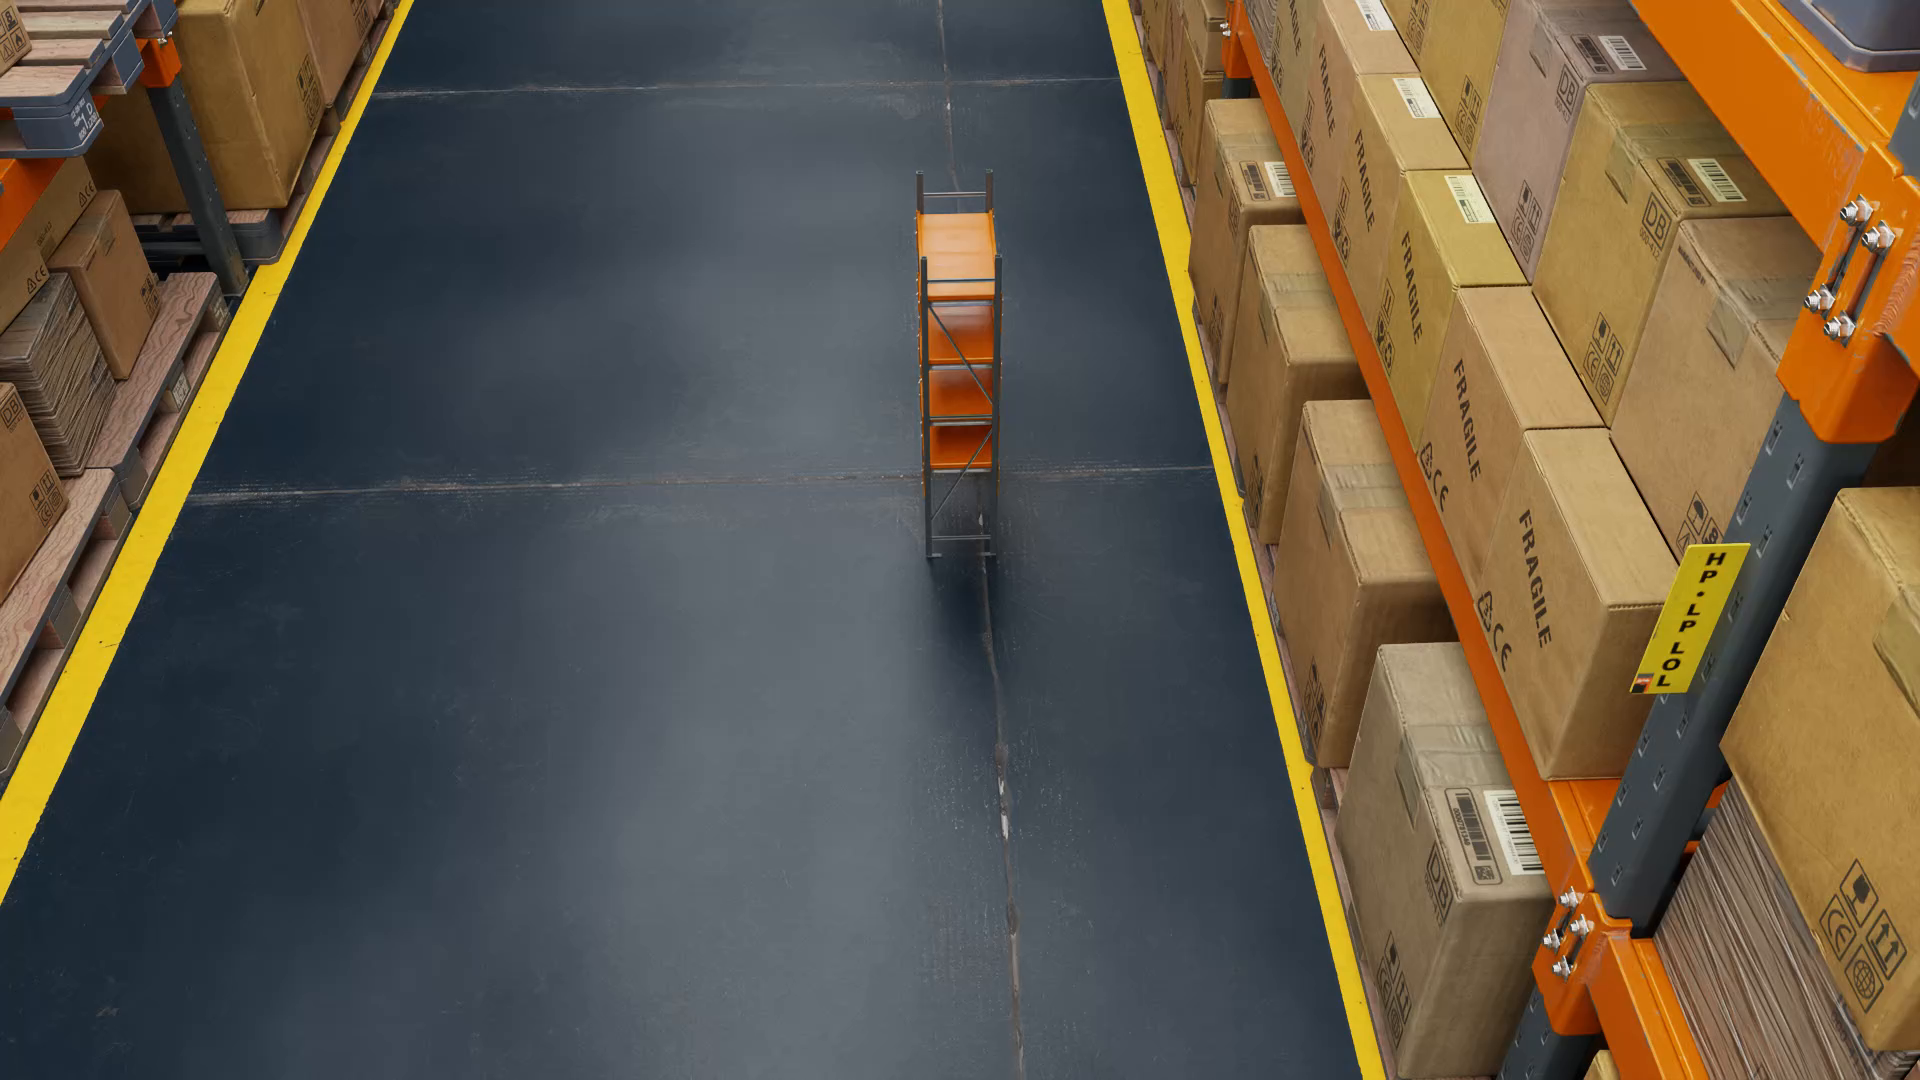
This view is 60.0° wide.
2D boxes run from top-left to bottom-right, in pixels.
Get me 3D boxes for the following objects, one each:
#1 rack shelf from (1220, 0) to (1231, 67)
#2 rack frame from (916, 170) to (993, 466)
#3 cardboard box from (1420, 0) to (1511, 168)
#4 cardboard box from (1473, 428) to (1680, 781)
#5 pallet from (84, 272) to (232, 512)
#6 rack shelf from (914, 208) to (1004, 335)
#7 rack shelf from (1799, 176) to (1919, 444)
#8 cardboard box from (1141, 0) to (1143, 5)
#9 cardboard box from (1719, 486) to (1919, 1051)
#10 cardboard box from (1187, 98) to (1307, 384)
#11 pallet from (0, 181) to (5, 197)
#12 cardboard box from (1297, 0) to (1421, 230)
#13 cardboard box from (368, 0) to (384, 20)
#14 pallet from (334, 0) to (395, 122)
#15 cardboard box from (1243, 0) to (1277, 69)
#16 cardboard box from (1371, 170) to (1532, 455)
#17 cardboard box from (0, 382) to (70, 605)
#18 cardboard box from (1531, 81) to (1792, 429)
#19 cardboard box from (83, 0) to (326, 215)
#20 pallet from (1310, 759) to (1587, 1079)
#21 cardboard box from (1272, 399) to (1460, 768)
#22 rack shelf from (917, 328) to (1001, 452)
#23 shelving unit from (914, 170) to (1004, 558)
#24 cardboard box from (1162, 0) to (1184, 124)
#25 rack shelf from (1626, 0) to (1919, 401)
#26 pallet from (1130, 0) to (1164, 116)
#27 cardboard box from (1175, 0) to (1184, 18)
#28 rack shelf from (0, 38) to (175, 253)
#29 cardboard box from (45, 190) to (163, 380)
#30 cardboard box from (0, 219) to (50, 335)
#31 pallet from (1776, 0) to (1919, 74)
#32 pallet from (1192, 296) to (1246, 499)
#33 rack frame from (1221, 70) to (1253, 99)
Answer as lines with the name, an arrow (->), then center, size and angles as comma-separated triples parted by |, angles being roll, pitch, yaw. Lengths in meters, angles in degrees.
rack shelf -> 1.425, -3.283, 7.644 | 1.077, 0.370, 4.000 | -2, 43, -2
rack frame -> -0.017, -0.719, 5.646 | 0.240, 1.200, 0.015 | -2, 43, -2
cardboard box -> 1.587, -1.267, 4.098 | 0.700, 0.500, 0.500 | -2, 43, -2
cardboard box -> 1.390, 0.121, 3.324 | 0.500, 0.500, 0.500 | -2, 43, -2
pallet -> -3.419, -0.568, 6.213 | 1.003, 0.211, 1.213 | -2, 43, -2
rack shelf -> -0.007, -0.844, 5.201 | 0.258, 0.148, 0.480 | -2, 43, -2
rack shelf -> 1.764, 1.012, 0.738 | 1.077, 0.370, 4.000 | -2, 43, -2
cardboard box -> 1.166, -2.914, 8.249 | 0.500, 0.500, 0.500 | -1, 43, -1
cardboard box -> 1.661, 0.300, 2.293 | 0.875, 0.550, 0.550 | -2, 43, -2
cardboard box -> 1.446, -1.109, 6.095 | 1.050, 0.750, 0.750 | -2, 43, -2
pallet -> -3.325, -0.718, 4.455 | 1.003, 0.211, 1.213 | -2, 43, -2
cardboard box -> 1.304, -1.240, 4.809 | 0.500, 0.500, 0.500 | -2, 43, -2
cardboard box -> -3.534, -3.161, 8.240 | 1.225, 0.875, 0.875 | -3, 43, -3
pallet -> -3.457, -2.452, 8.268 | 1.003, 0.211, 1.213 | -2, 43, -2
cardboard box -> 1.259, -1.924, 5.555 | 0.500, 0.500, 0.500 | -1, 43, -1
cardboard box -> 1.347, -0.561, 4.068 | 0.500, 0.500, 0.500 | -1, 43, -1
cardboard box -> -3.335, -0.156, 5.224 | 0.700, 0.500, 0.500 | 2, 43, 2
cardboard box -> 1.629, -0.585, 3.354 | 0.700, 0.500, 0.500 | -2, 43, -2
cardboard box -> -3.459, -1.962, 6.932 | 1.225, 0.875, 0.875 | -3, 43, -4
pallet -> 1.571, 1.012, 4.490 | 1.003, 0.211, 1.213 | -2, 43, -2
cardboard box -> 1.526, 0.109, 4.765 | 1.050, 0.750, 0.750 | -2, 43, -2
rack shelf -> -0.007, -0.504, 5.512 | 0.258, 0.148, 0.480 | -2, 43, -2
shelving unit -> -0.007, -0.554, 5.466 | 0.258, 1.200, 0.503 | -2, 43, -2
cardboard box -> 1.202, -2.218, 7.489 | 0.500, 0.500, 0.500 | 0, 43, 0
rack shelf -> 1.594, -1.688, 3.684 | 1.077, 0.370, 4.000 | -2, 43, -2
pallet -> 1.429, -2.519, 8.342 | 1.003, 0.211, 1.213 | -2, 43, -2
cardboard box -> 1.186, -2.502, 7.244 | 0.500, 0.250, 0.500 | -1, 43, -1
rack shelf -> -3.365, -0.508, 4.617 | 1.077, 0.370, 4.000 | -2, 43, -2
cardboard box -> -3.402, -0.912, 6.050 | 0.700, 0.500, 0.500 | -4, 43, -4
cardboard box -> -3.359, -0.831, 5.406 | 0.500, 0.250, 0.500 | 3, 43, 3
pallet -> 1.591, -1.150, 2.706 | 0.805, 0.209, 1.217 | -3, 43, -4
pallet -> 1.468, -0.635, 6.287 | 1.003, 0.211, 1.213 | -2, 43, -2
rack frame -> 1.510, -2.198, 5.928 | 1.000, 3.000, 0.127 | -2, 43, -2
